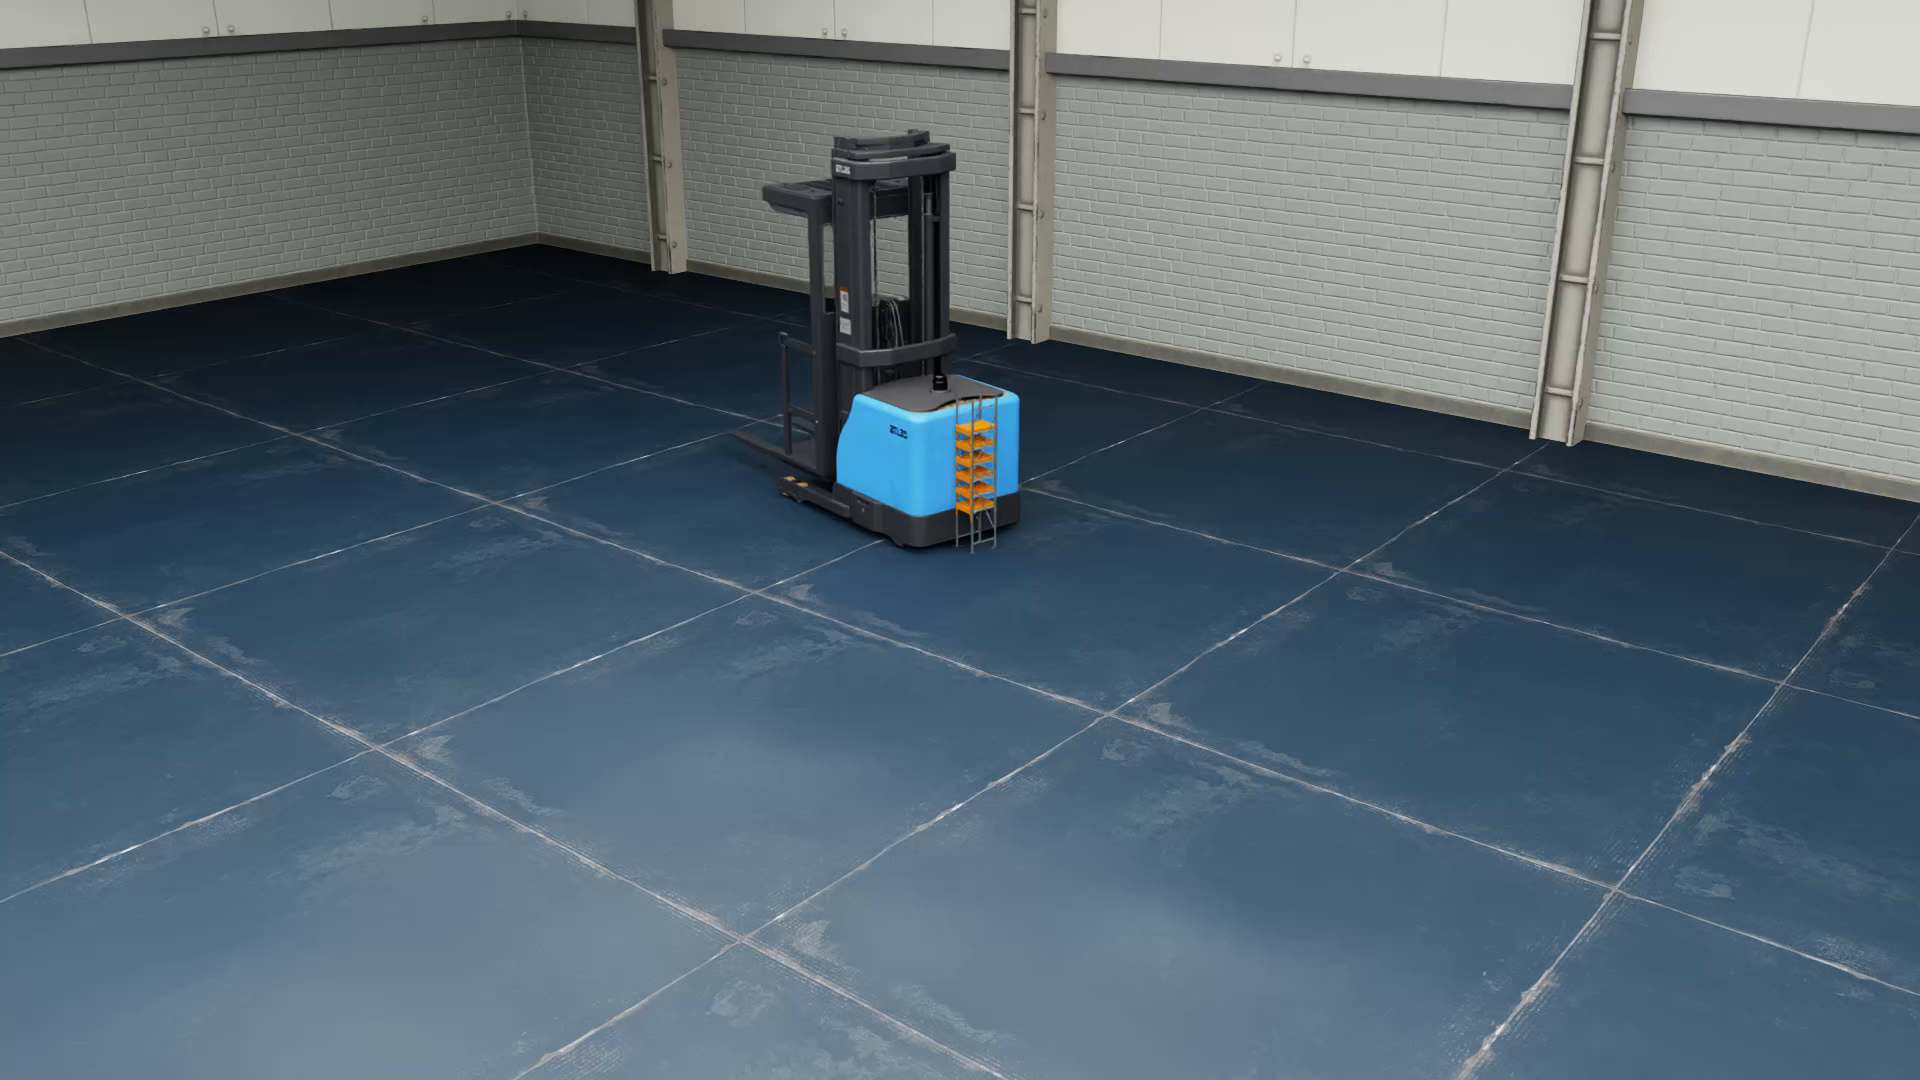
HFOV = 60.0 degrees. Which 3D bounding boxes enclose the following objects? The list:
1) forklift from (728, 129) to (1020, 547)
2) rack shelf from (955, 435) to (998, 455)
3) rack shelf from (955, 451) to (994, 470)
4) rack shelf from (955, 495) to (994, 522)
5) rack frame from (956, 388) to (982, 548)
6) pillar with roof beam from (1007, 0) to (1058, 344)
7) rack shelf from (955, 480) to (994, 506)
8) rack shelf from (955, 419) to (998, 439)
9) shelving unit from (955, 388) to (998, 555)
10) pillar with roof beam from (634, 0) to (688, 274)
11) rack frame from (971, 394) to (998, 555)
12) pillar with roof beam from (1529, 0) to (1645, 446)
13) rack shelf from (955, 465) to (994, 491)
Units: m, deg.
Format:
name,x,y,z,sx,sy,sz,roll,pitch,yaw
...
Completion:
name,x,y,z,sx,sy,sz,roll,pitch,yaw
forklift,-0.839,-1.770,13.207,1.130,2.935,3.031,-15,26,-35
rack shelf,0.120,-0.685,12.229,0.258,0.103,0.180,-15,26,-35
rack shelf,0.120,-0.573,12.272,0.258,0.103,0.180,-15,26,-35
rack shelf,0.120,-0.236,12.399,0.258,0.103,0.180,-15,26,-35
rack frame,0.064,-0.527,12.366,0.240,1.200,0.006,-15,26,-35
pillar with roof beam,-1.949,-5.295,13.956,0.400,9.000,9.100,16,26,36
rack shelf,0.120,-0.348,12.356,0.258,0.103,0.180,-15,26,-35
rack shelf,0.120,-0.797,12.187,0.258,0.103,0.180,-15,26,-35
shelving unit,0.120,-0.502,12.298,0.258,1.200,0.189,-15,26,-35
pillar with roof beam,-6.597,-6.634,17.506,0.400,9.000,9.100,16,26,36
rack frame,0.177,-0.476,12.231,0.240,1.200,0.006,-15,26,-35
pillar with roof beam,2.700,-3.956,10.406,0.400,9.000,9.100,16,26,36
rack shelf,0.120,-0.460,12.314,0.258,0.103,0.180,-15,26,-35
